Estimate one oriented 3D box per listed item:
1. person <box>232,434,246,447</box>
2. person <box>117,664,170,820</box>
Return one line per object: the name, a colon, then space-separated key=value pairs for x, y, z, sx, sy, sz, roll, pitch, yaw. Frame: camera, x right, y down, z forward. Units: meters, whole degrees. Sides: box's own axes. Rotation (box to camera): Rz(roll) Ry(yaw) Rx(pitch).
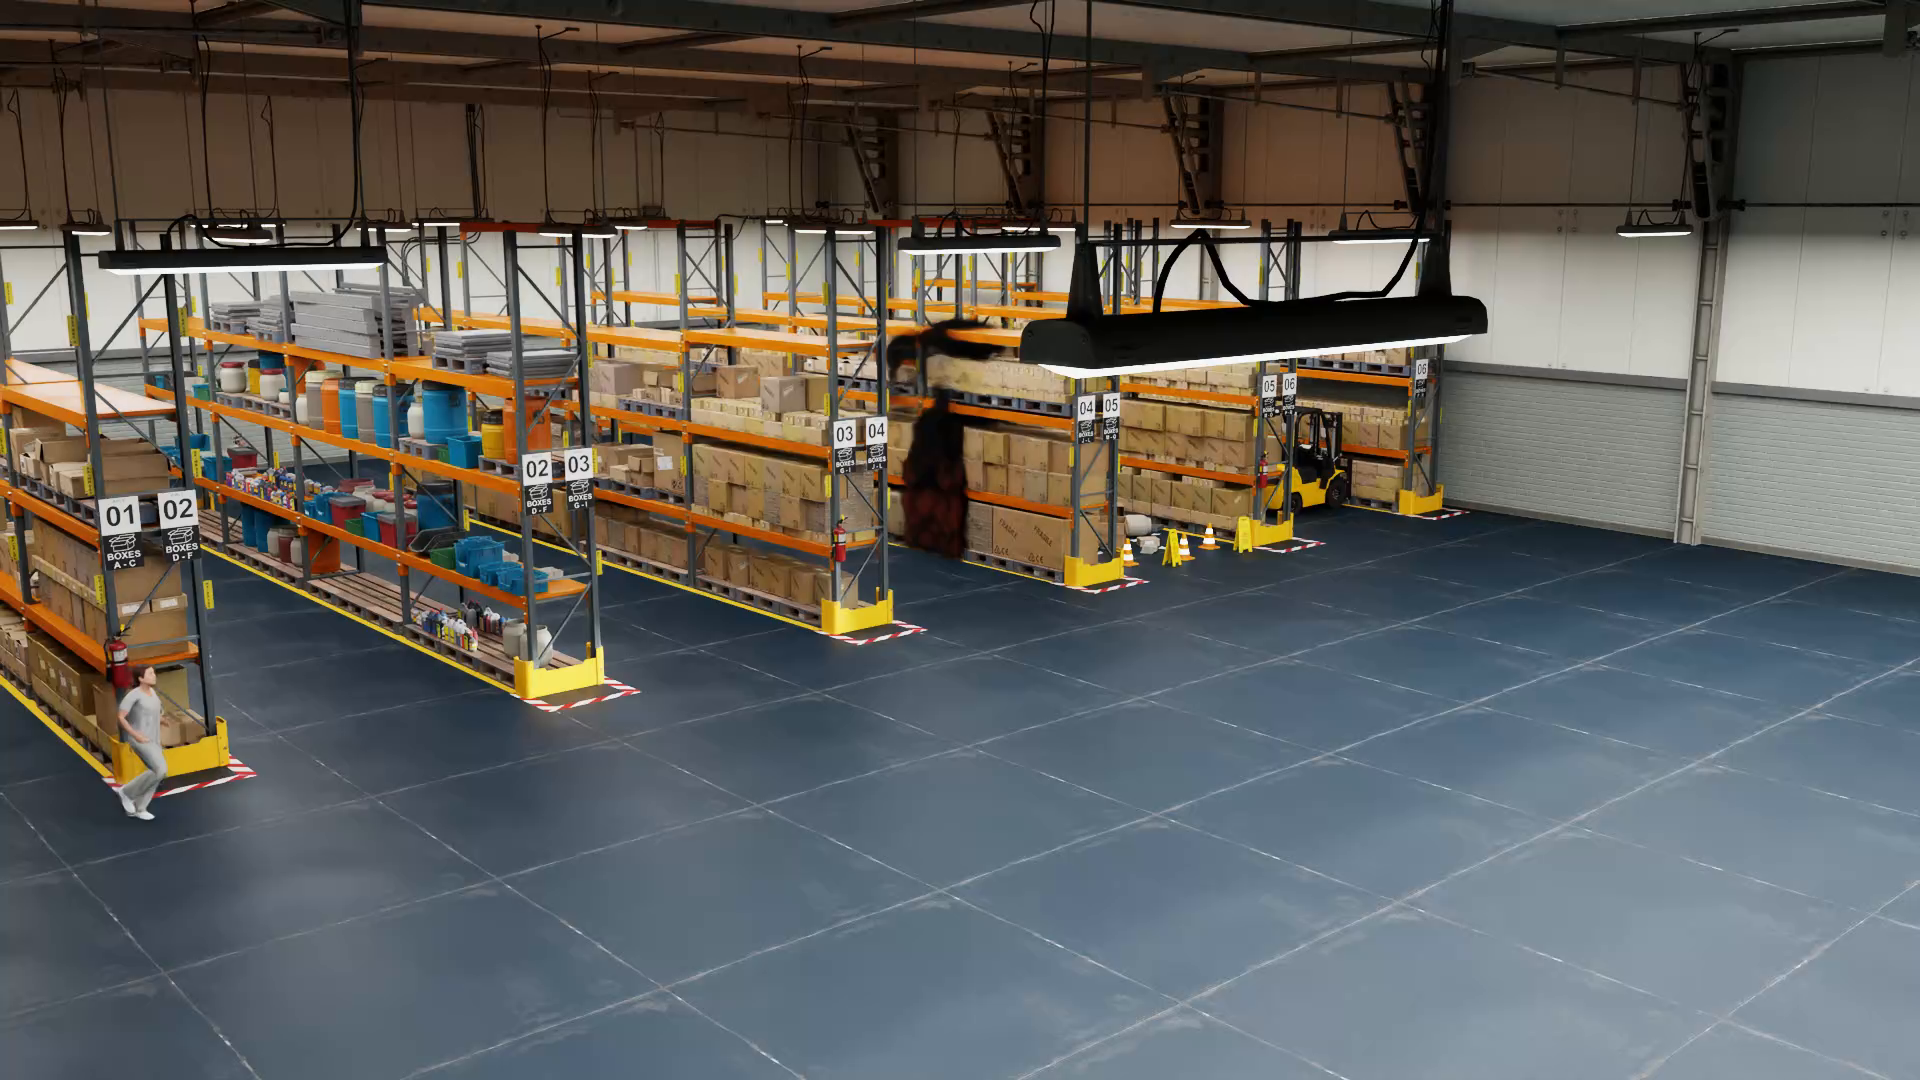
person: x=-15.057 y=-1.466 z=35.073 sx=0.544 sy=1.601 sz=0.841 roll=1 pitch=11 yaw=5
person: x=-8.541 y=2.098 z=17.472 sx=0.518 sy=1.626 sz=0.556 roll=0 pitch=11 yaw=2
